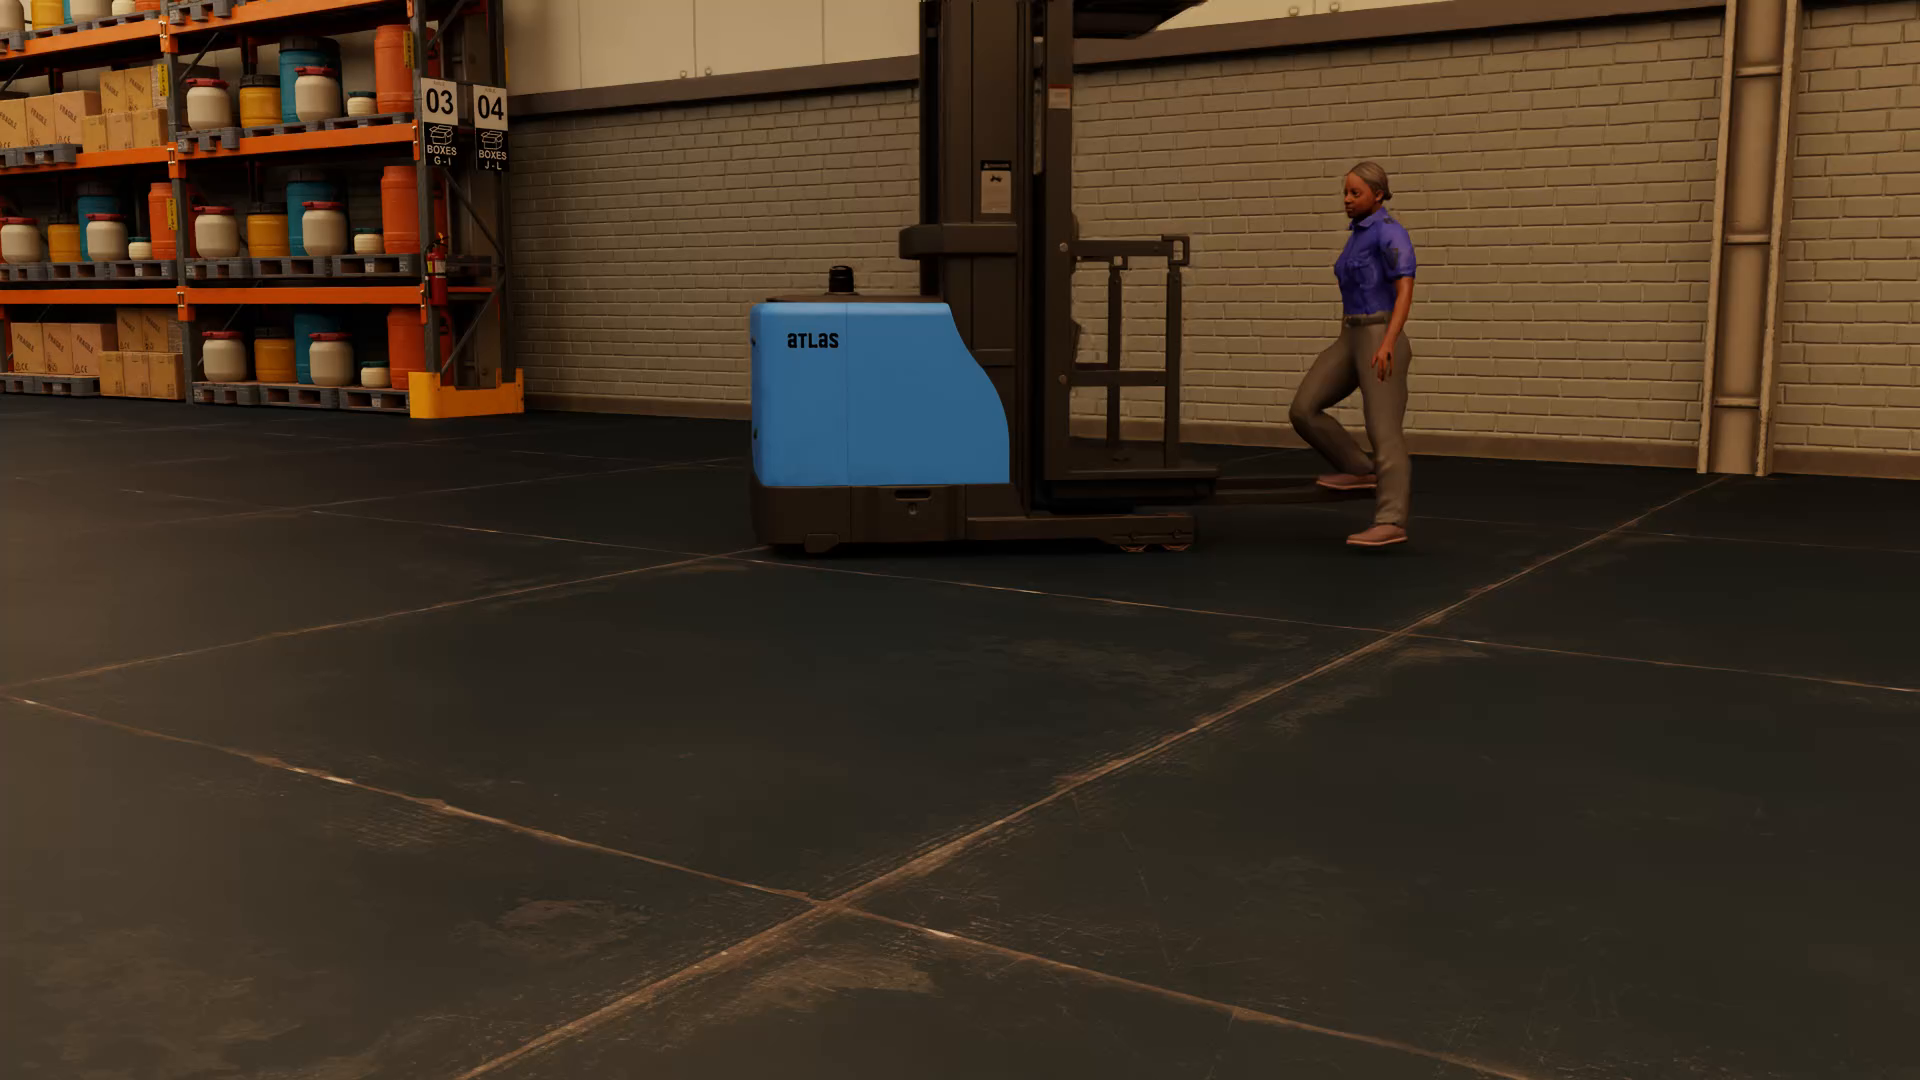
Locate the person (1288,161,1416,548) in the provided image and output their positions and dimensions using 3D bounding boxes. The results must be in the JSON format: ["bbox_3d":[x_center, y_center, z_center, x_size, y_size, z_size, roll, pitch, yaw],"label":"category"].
[{"bbox_3d":[1.738,-0.826,7.312,0.458,1.647,0.670,-2,8,-13],"label":"person"}]

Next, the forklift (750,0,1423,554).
[{"bbox_3d":[0.575,-1.467,7.512,3.031,2.935,1.130,-1,8,-9],"label":"forklift"}]
